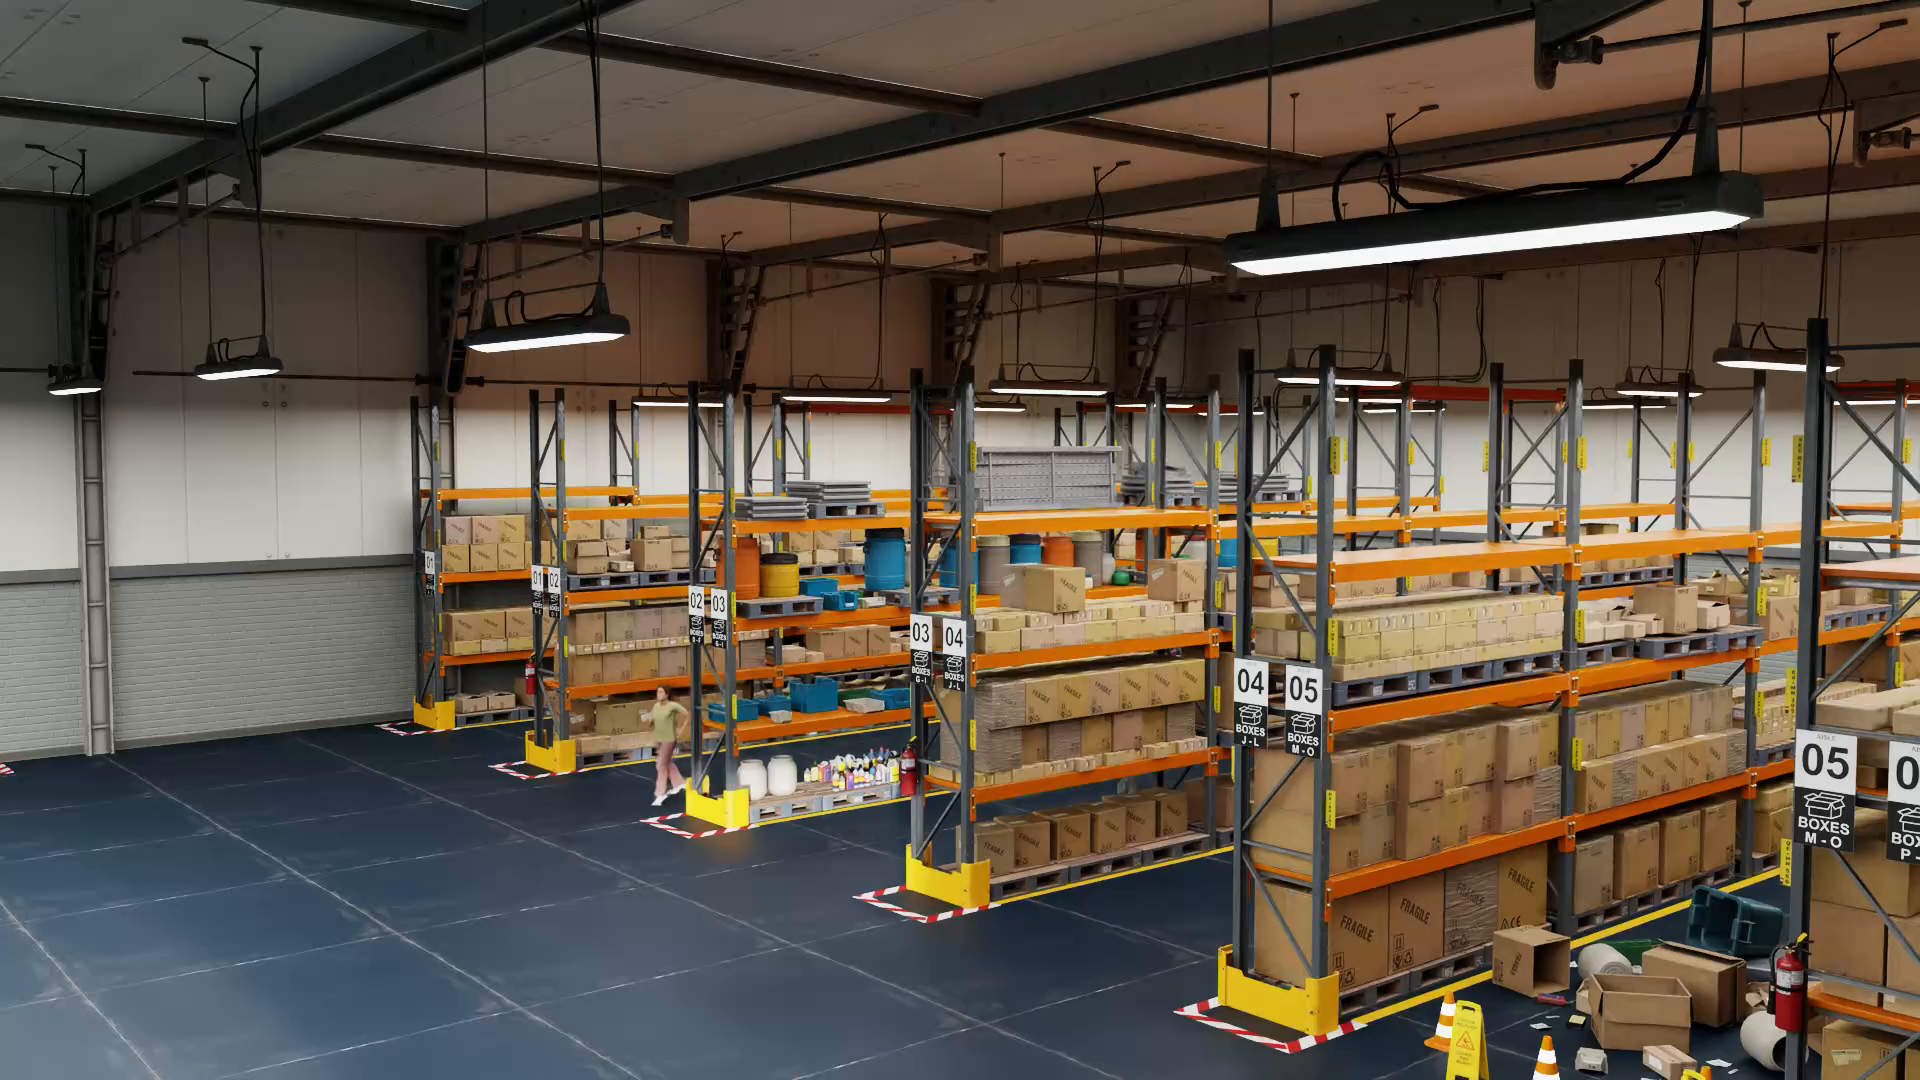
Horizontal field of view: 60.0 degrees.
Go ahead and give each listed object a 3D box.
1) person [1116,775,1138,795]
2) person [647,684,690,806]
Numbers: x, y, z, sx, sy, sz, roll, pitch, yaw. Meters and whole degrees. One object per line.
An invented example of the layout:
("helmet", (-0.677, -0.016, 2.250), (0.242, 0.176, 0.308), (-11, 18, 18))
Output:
("person", (2.363, 2.900, 24.048), (0.593, 1.660, 0.624), (3, 4, 39))
("person", (-4.202, 2.925, 23.908), (0.588, 1.734, 0.772), (2, 4, 35))
